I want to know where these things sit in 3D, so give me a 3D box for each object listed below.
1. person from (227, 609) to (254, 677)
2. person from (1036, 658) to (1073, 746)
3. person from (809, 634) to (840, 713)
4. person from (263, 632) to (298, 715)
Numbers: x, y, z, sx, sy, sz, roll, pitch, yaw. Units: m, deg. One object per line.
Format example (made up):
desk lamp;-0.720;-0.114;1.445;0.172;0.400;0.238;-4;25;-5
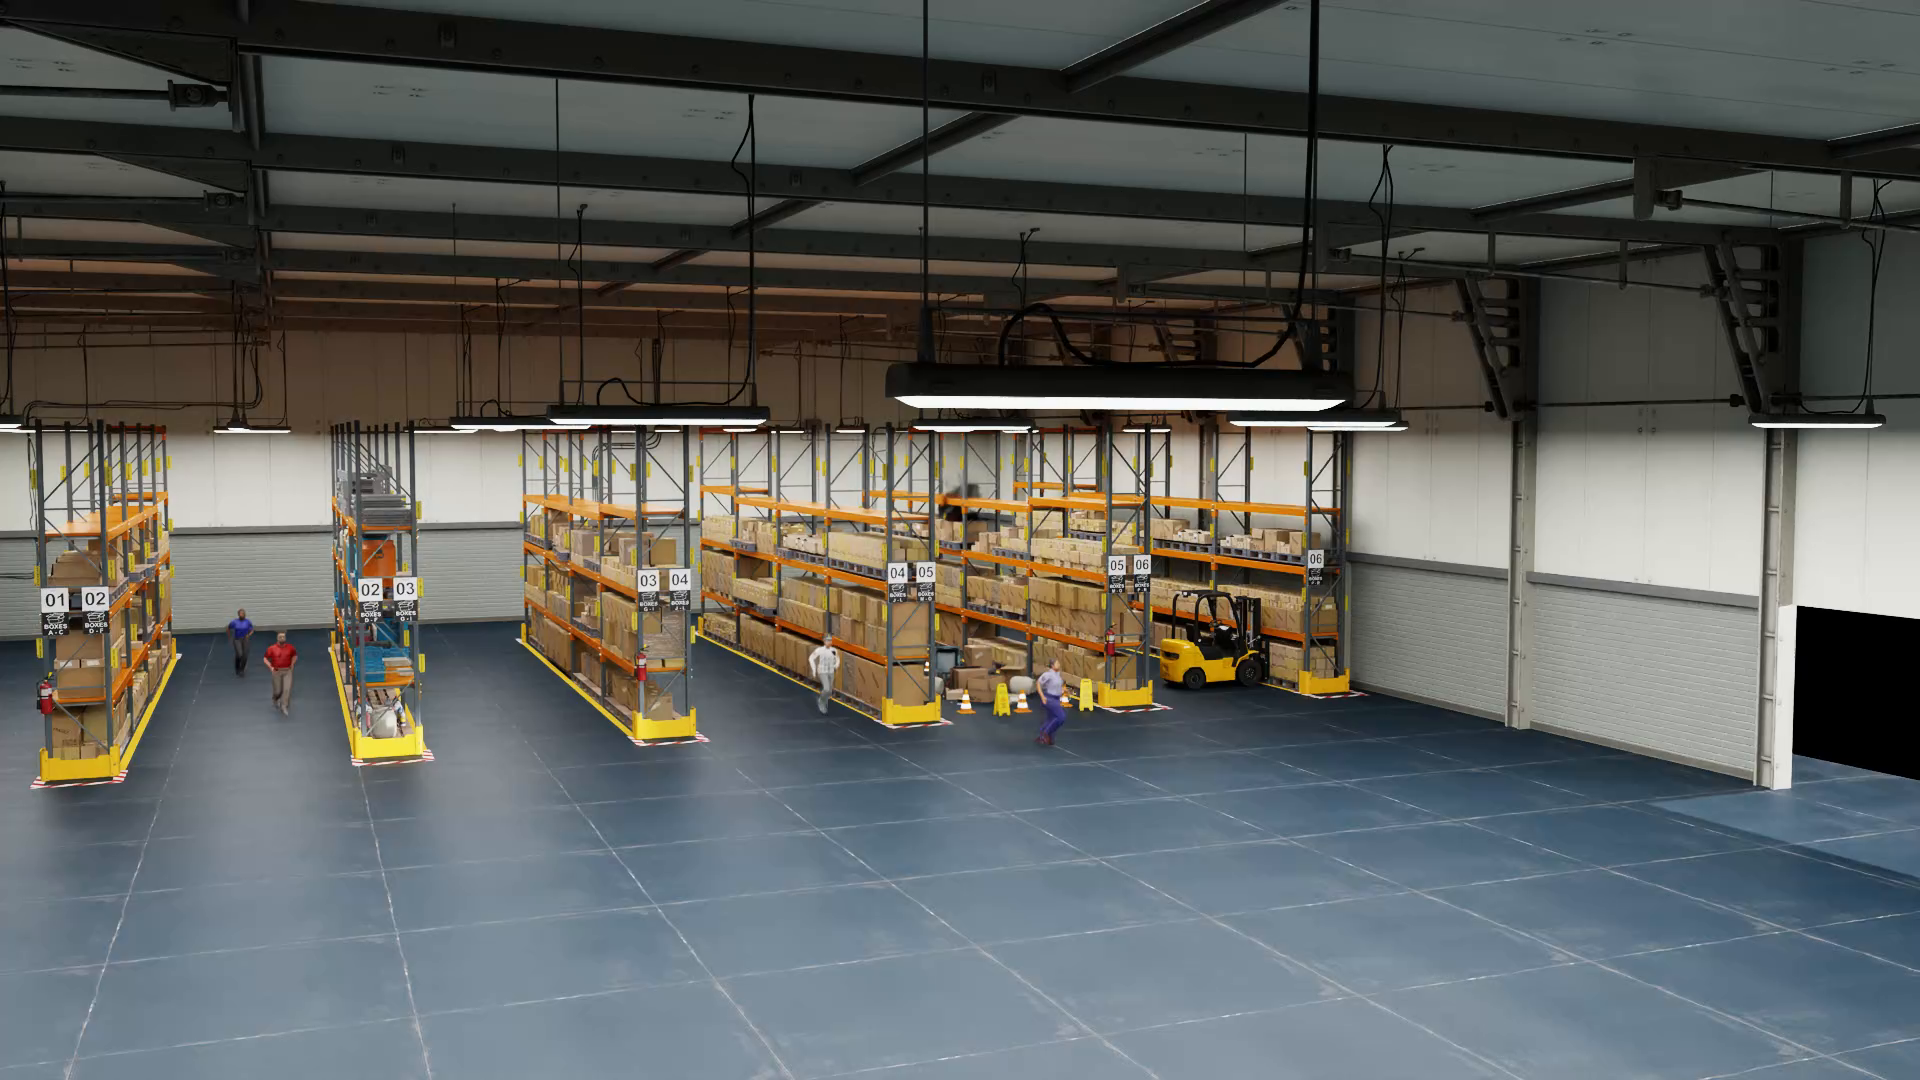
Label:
person;-17.026;2.438;39.397;0.542;1.613;0.717;-3;4;-35
person;1.726;2.997;30.711;0.721;1.592;0.576;1;4;22
person;-2.736;2.748;34.188;0.583;1.644;0.702;-2;4;-31
person;-13.940;2.736;34.183;0.680;1.688;0.783;-2;4;-34
